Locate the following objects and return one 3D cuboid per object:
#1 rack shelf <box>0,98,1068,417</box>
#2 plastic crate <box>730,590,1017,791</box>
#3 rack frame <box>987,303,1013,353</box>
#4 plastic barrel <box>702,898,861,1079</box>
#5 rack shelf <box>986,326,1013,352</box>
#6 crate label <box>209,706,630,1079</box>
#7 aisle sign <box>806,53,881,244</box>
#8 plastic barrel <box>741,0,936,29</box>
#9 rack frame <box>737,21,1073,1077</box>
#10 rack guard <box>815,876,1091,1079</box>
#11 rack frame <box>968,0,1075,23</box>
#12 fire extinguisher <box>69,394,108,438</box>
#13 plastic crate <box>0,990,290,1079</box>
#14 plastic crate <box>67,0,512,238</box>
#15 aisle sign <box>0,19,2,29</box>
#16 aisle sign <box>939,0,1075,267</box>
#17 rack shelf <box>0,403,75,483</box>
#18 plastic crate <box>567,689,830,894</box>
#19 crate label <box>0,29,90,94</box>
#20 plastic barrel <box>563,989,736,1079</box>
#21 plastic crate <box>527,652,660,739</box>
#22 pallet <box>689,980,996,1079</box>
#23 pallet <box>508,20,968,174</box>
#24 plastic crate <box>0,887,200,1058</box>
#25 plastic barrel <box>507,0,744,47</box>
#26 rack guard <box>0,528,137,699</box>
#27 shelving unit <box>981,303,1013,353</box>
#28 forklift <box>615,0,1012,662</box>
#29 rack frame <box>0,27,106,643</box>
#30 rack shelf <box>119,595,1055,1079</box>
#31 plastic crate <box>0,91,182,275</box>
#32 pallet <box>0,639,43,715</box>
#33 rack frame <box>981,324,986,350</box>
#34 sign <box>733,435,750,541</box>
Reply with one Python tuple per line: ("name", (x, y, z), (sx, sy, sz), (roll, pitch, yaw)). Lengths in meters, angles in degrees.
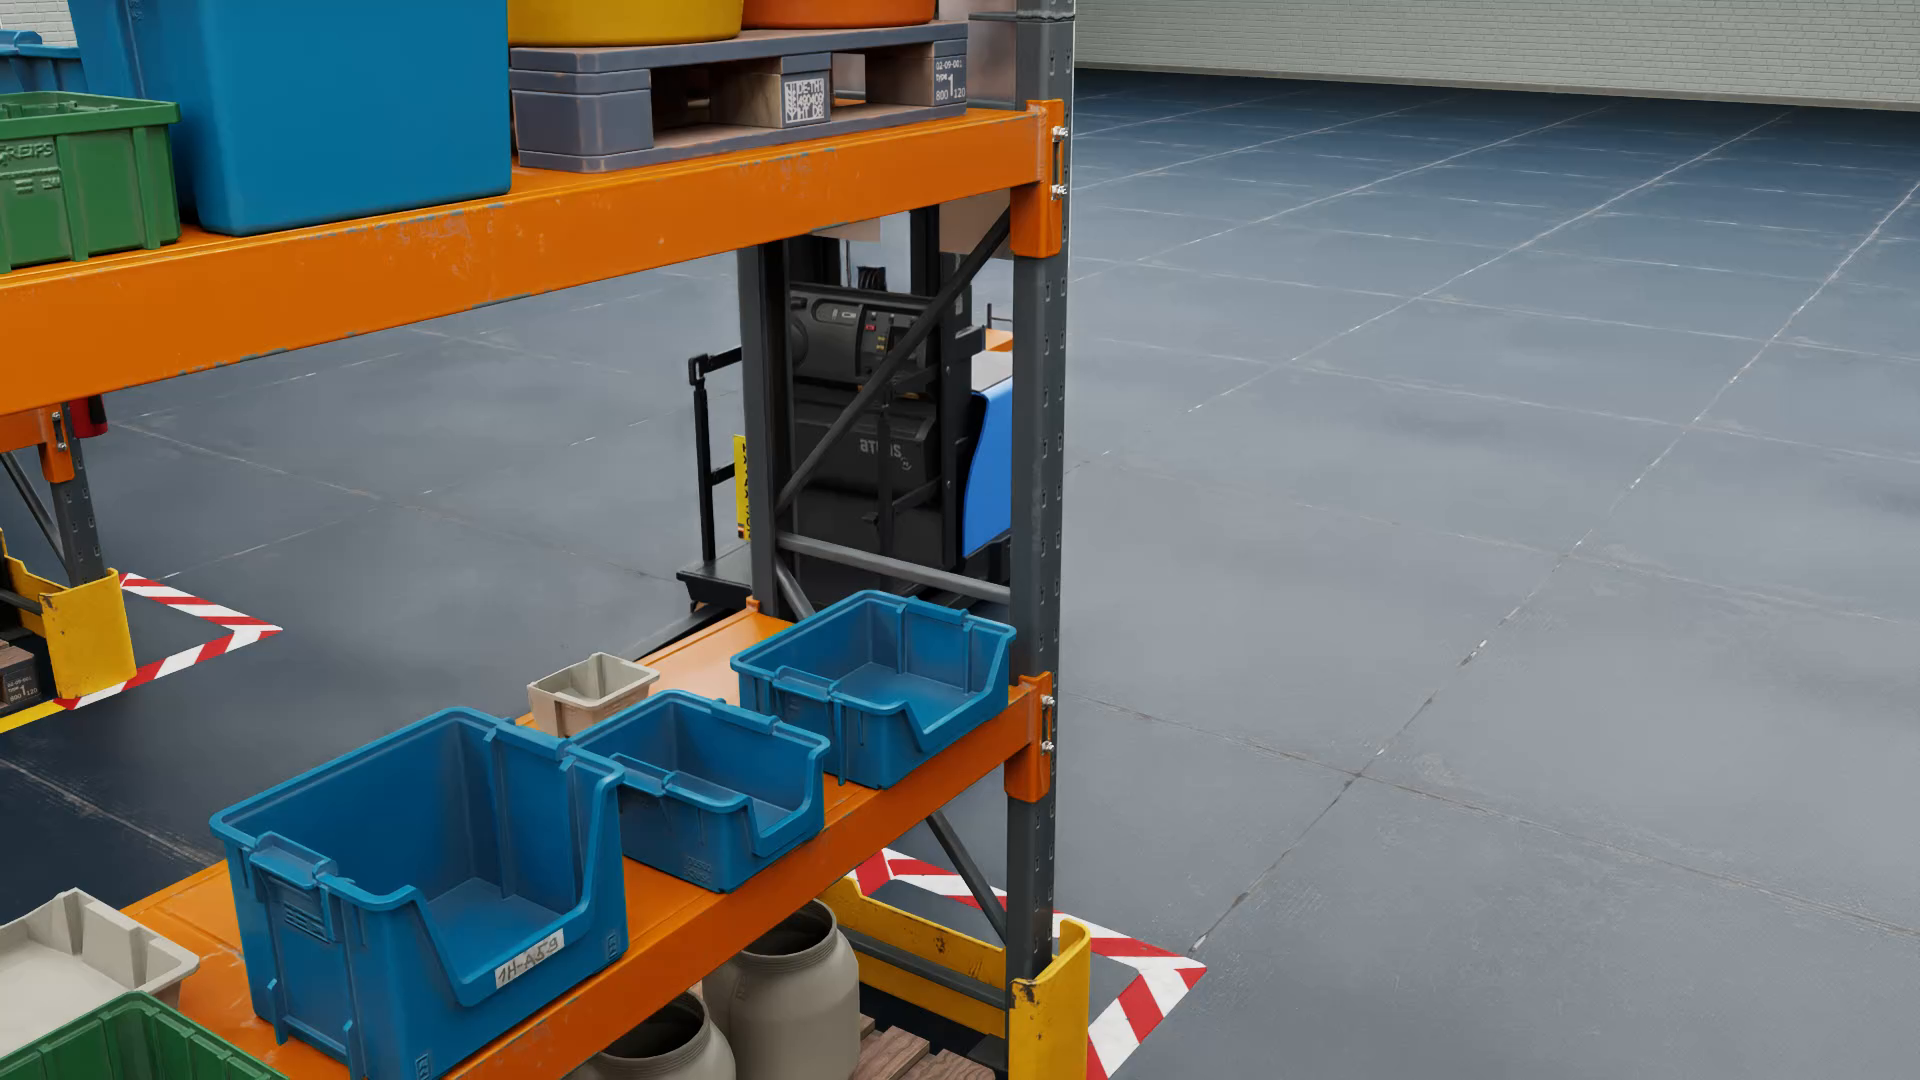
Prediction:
("rack shelf", (-1.300, -0.407, 2.755), (1.077, 0.370, 4.000), (13, 24, 32))
("plastic crate", (-0.209, 0.360, 4.181), (0.499, 0.251, 0.616), (13, 24, 32))
("rack frame", (0.262, -0.761, 9.592), (0.240, 1.200, 0.015), (11, 23, 26))
("plastic barrel", (-0.482, 1.262, 4.510), (0.421, 0.512, 0.421), (0, 20, 0))
("rack shelf", (0.146, -1.055, 9.255), (0.258, 0.148, 0.480), (11, 23, 26))
("crate label", (-0.986, 0.653, 3.125), (0.502, 0.435, 0.616), (13, 24, 32))
("aisle sign", (-0.377, -1.208, 4.461), (0.394, 0.787, 0.004), (13, 24, 32))
("plastic barrel", (-0.344, -1.552, 3.590), (0.600, 0.830, 0.708), (13, 24, 32))
("rack frame", (-0.175, 0.089, 4.702), (1.000, 3.000, 0.127), (13, 24, 32))
("rack guard", (-0.179, 1.292, 5.051), (1.175, 0.500, 0.348), (13, 24, 32))
("rack frame", (-0.175, -2.725, 3.661), (1.000, 3.000, 0.127), (13, 24, 32))
("fire extinguisher", (-3.826, -0.784, 7.172), (0.296, 0.674, 0.183), (13, 24, 32))
("plastic crate", (-1.427, 1.001, 2.540), (0.450, 0.188, 0.662), (13, 24, 32))
("plastic crate", (-0.998, -0.705, 2.546), (0.392, 0.384, 0.575), (13, 24, 32))
("aisle sign", (-3.989, -2.056, 6.752), (0.394, 0.787, 0.004), (13, 24, 32))
("aisle sign", (0.111, -1.093, 4.150), (0.394, 0.787, 0.004), (13, 24, 32))
("rack shelf", (-5.396, 0.034, 5.886), (1.077, 0.370, 4.000), (13, 24, 32))
("plastic crate", (-0.579, 0.546, 3.681), (0.499, 0.251, 0.408), (13, 24, 32))
("crate label", (-1.501, -0.776, 2.929), (0.502, 0.251, 0.408), (13, 24, 32))
("plastic barrel", (-0.764, 1.406, 4.121), (0.421, 0.512, 0.421), (0, 20, 0))
("plastic crate", (-0.945, 0.406, 4.223), (0.298, 0.136, 0.250), (13, 24, 32))
("pallet", (-0.640, 1.660, 4.474), (1.003, 0.211, 1.213), (13, 24, 32))
("pallet", (-0.721, -1.011, 3.624), (1.003, 0.211, 1.213), (13, 24, 32))
("plastic crate", (-1.721, 0.845, 3.038), (0.530, 0.136, 0.437), (13, 24, 32))
("plastic barrel", (-0.711, -1.252, 3.124), (0.600, 0.588, 0.600), (0, 20, 0))
("rack guard", (-4.314, 0.317, 7.688), (1.175, 0.500, 0.348), (13, 24, 32))
("shelving unit", (0.146, -0.686, 9.391), (0.258, 1.200, 0.503), (11, 23, 26))
("forklift", (-0.642, -0.944, 7.593), (1.130, 2.935, 3.031), (11, 23, 26))
("rack frame", (-4.272, -0.877, 7.313), (1.000, 3.000, 0.127), (13, 24, 32))
("rack shelf", (-1.300, 1.000, 3.275), (1.077, 0.370, 4.000), (13, 24, 32))
("plastic crate", (-1.312, -0.471, 2.196), (0.336, 0.188, 0.450), (13, 24, 32))
("pallet", (-4.800, 0.679, 7.126), (1.003, 0.211, 1.213), (13, 24, 32))
("rack frame", (0.030, -0.612, 9.190), (0.240, 1.200, 0.015), (11, 23, 26))
("sign", (-0.628, -0.150, 4.947), (0.100, 0.325, 0.005), (13, 24, 32))
